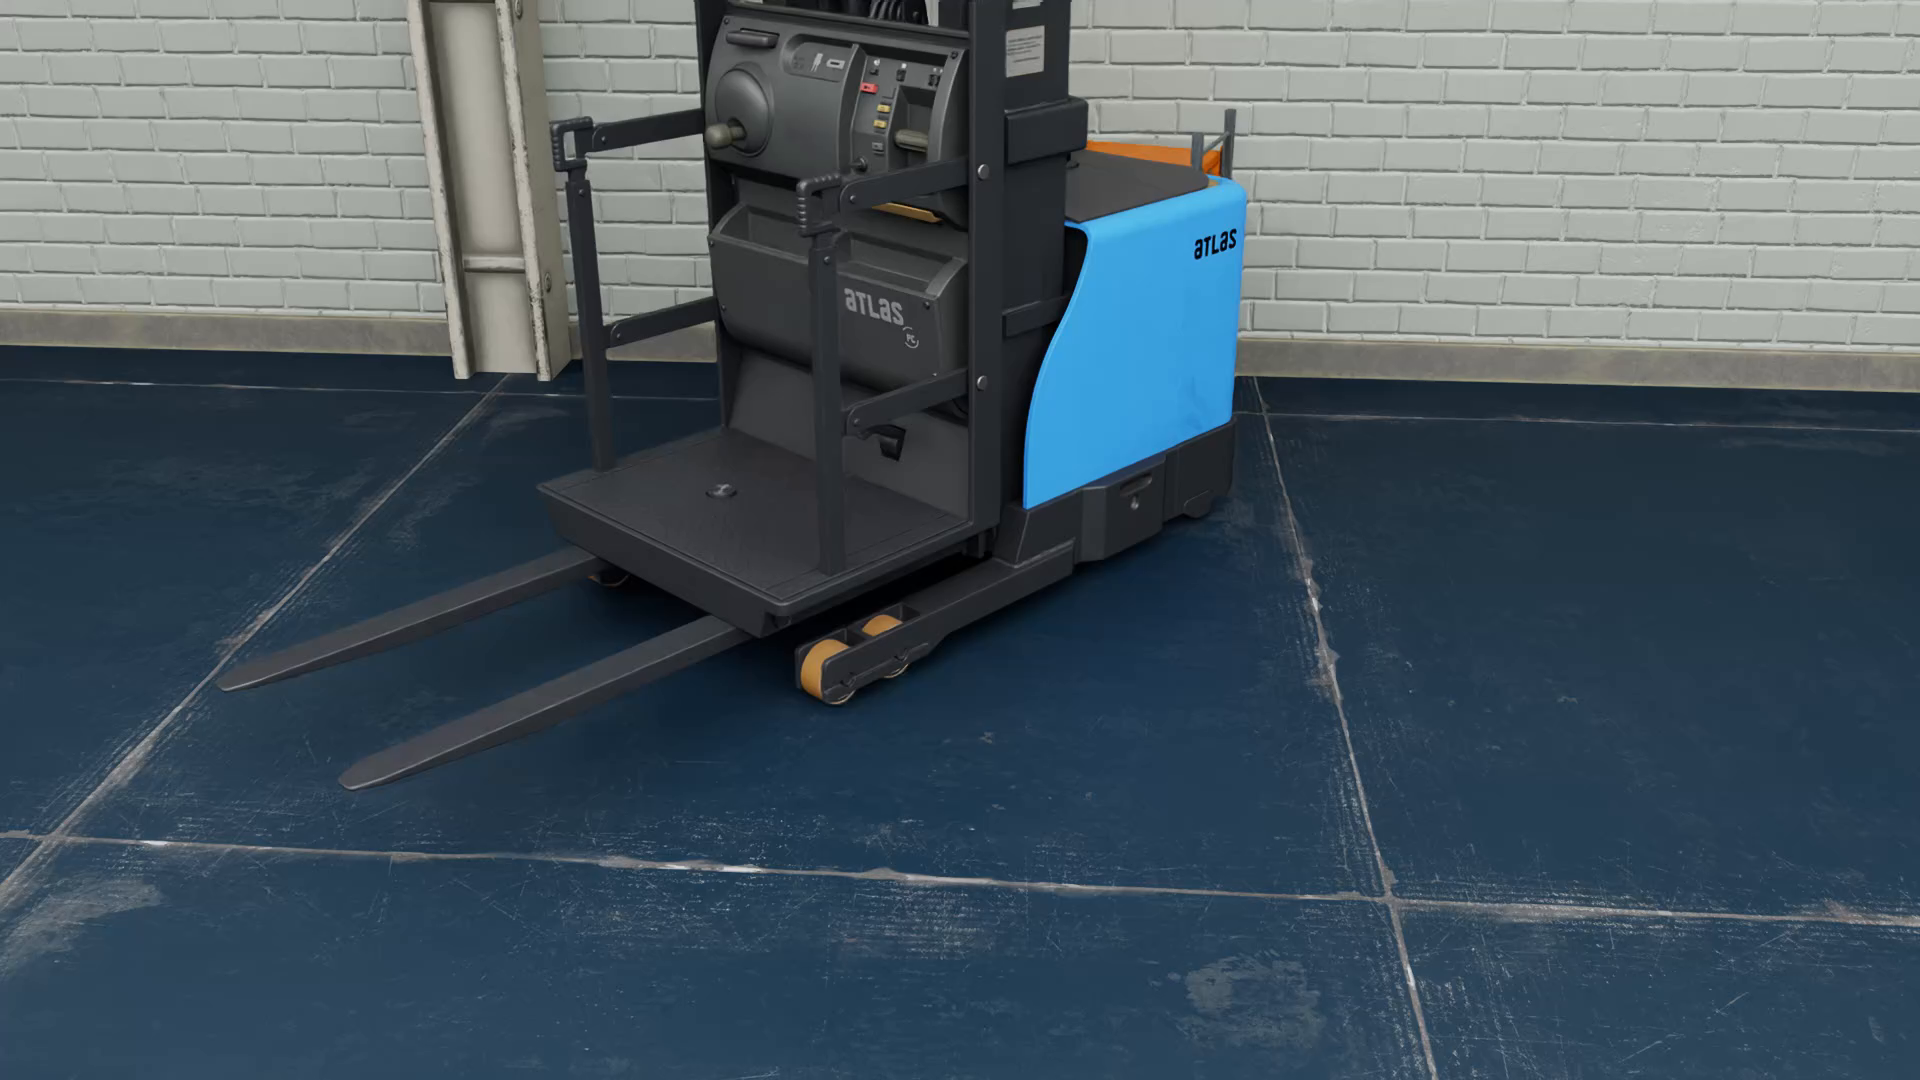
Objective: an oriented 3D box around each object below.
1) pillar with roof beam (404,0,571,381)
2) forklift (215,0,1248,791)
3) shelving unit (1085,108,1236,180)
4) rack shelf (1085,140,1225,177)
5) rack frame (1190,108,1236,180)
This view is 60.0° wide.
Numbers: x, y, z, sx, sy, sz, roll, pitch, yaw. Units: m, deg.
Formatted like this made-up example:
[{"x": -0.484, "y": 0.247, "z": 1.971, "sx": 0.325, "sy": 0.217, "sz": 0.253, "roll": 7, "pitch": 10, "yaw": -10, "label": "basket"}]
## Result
[{"x": -2.144, "y": -2.998, "z": 1.000, "sx": 0.400, "sy": 9.000, "sz": 9.100, "roll": 2, "pitch": 25, "yaw": 4, "label": "pillar with roof beam"}, {"x": -0.493, "y": -1.146, "z": 4.235, "sx": 1.130, "sy": 2.935, "sz": 3.031, "roll": 22, "pitch": 33, "yaw": 39, "label": "forklift"}, {"x": 0.396, "y": -0.992, "z": 6.060, "sx": 1.048, "sy": 1.125, "sz": 0.538, "roll": 10, "pitch": 26, "yaw": 20, "label": "shelving unit"}, {"x": 0.396, "y": -1.258, "z": 5.938, "sx": 1.000, "sy": 0.278, "sz": 0.538, "roll": 10, "pitch": 26, "yaw": 20, "label": "rack shelf"}, {"x": 0.867, "y": -0.913, "z": 5.888, "sx": 0.032, "sy": 1.125, "sz": 0.500, "roll": 10, "pitch": 26, "yaw": 20, "label": "rack frame"}]
